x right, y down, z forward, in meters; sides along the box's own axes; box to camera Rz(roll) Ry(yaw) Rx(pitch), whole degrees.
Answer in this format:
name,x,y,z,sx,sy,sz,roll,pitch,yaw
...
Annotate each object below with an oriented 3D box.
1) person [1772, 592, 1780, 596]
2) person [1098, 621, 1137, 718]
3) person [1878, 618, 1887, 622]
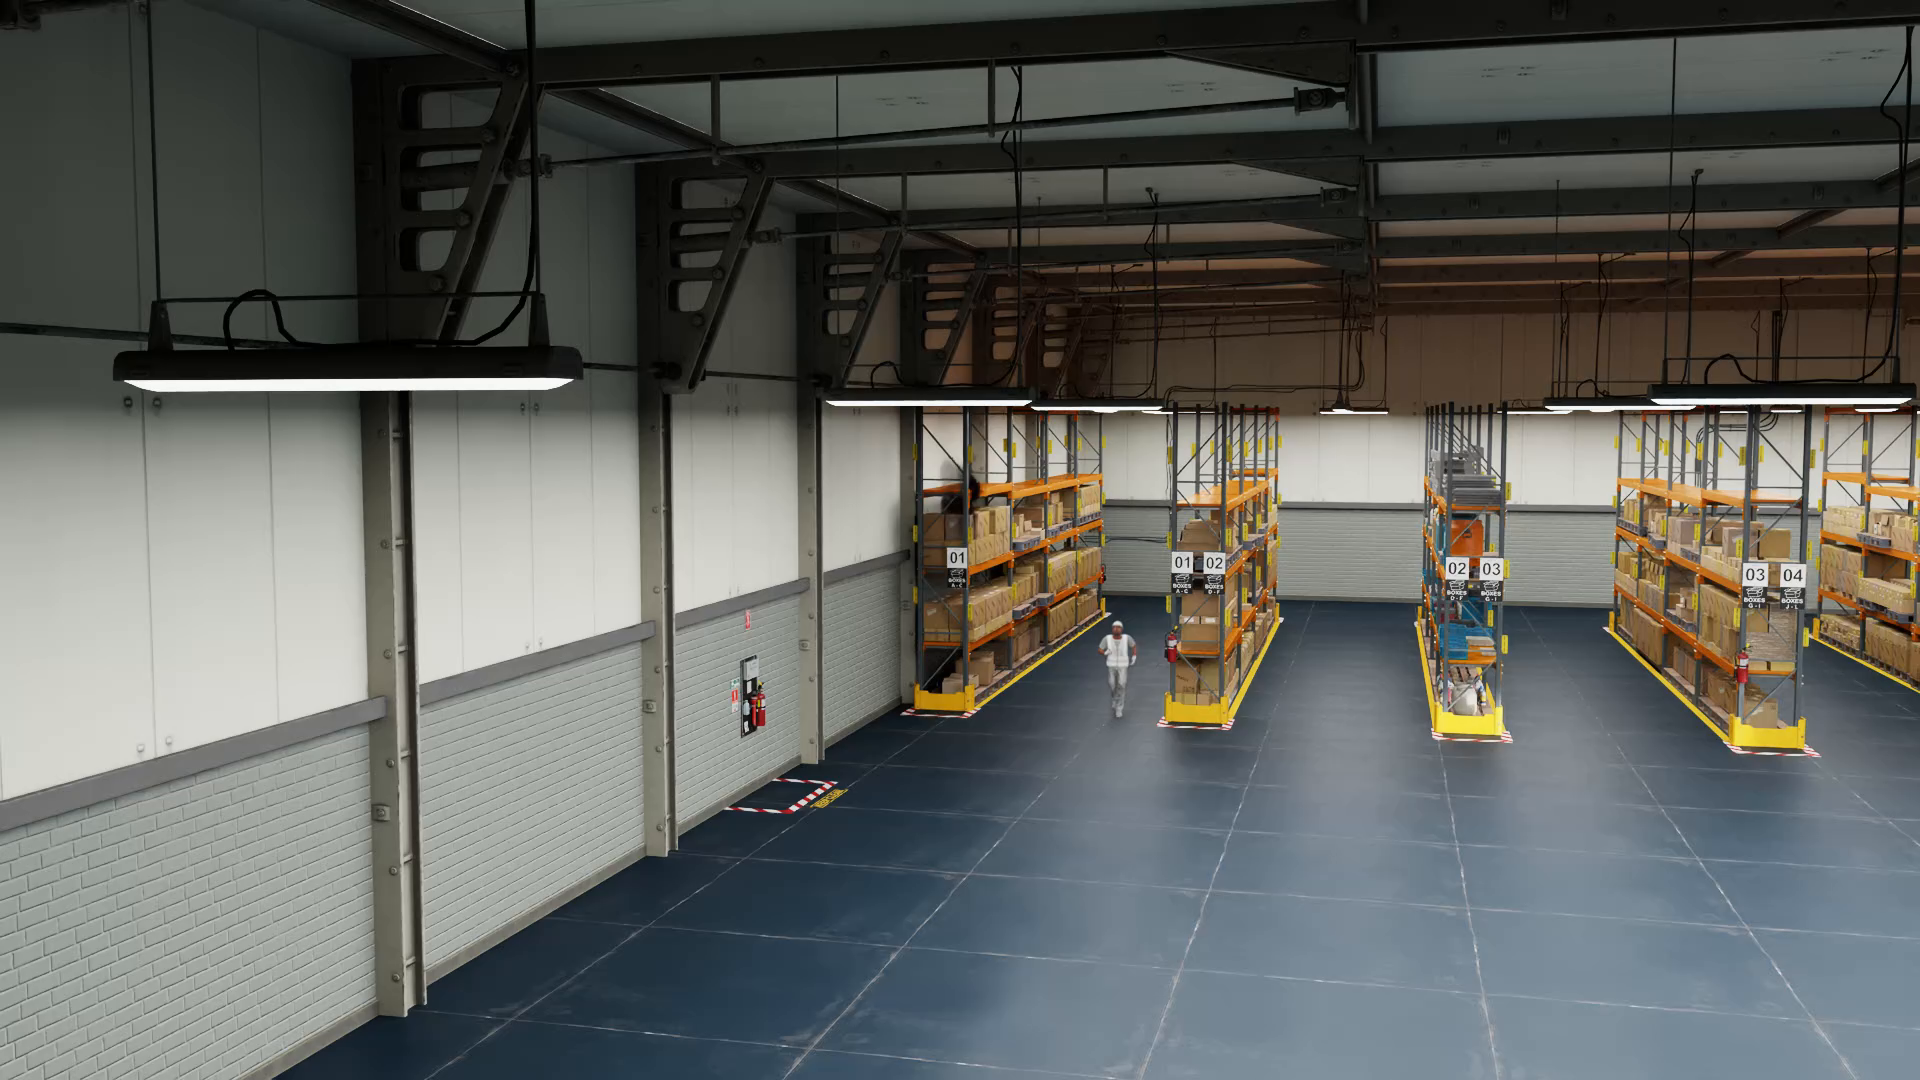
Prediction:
name,x,y,z,sx,sy,sz,roll,pitch,yaw
person,21.618,1.649,43.898,0.700,1.741,0.710,-1,4,-15
person,3.020,2.473,32.038,0.741,1.817,0.859,1,4,8
person,24.133,1.673,43.452,0.739,1.710,0.561,-1,4,-10
